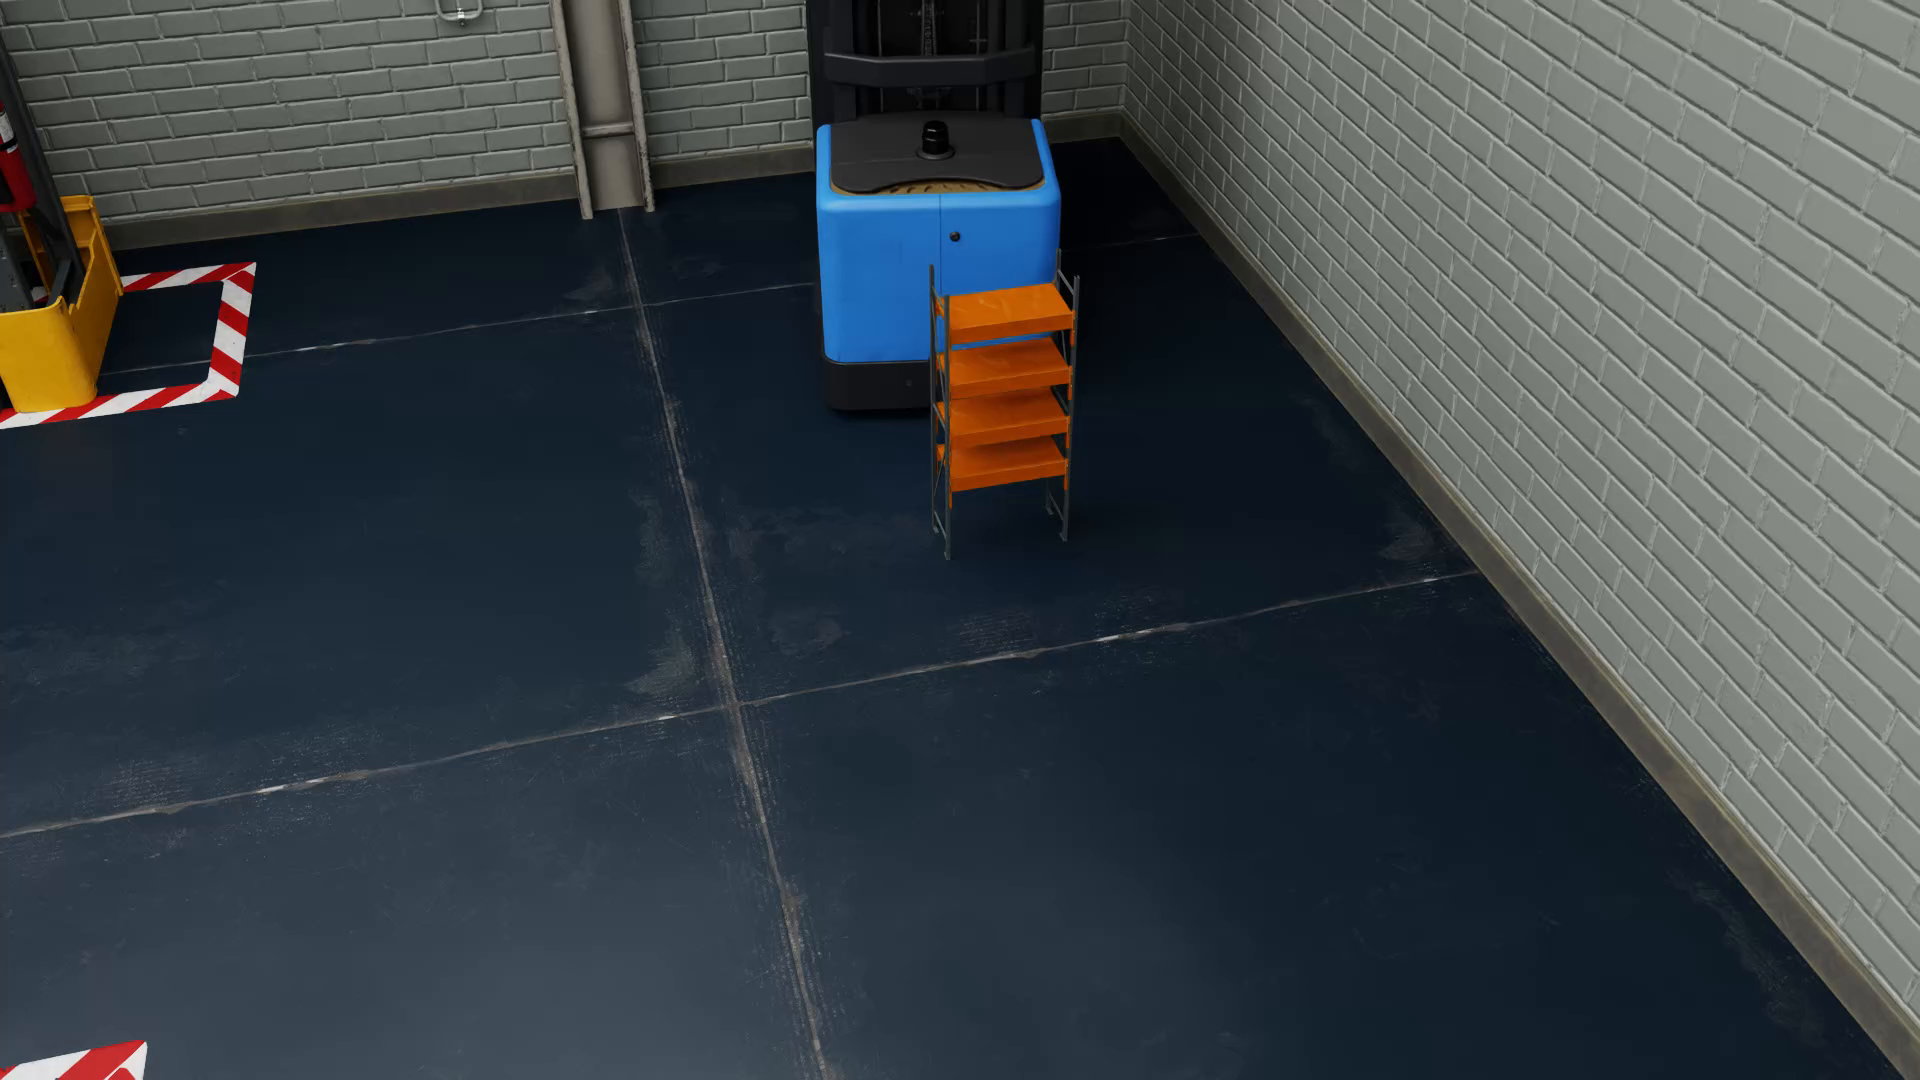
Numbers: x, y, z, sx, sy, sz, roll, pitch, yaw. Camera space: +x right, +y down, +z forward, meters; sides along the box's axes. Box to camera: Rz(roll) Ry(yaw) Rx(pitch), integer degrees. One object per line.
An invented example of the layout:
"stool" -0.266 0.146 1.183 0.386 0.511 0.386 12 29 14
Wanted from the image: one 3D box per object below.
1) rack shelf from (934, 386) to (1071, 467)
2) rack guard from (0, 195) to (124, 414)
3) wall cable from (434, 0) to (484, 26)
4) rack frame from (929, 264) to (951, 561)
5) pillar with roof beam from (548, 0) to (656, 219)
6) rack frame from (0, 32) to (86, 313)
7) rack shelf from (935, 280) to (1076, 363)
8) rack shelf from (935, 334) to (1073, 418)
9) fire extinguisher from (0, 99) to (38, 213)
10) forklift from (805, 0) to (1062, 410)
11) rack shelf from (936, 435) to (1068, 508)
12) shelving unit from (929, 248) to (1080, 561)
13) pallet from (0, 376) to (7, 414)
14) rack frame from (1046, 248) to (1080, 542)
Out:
"rack shelf" 0.160 -0.449 6.461 0.480 0.148 0.258 -9 38 -12
"rack guard" -4.253 -1.129 7.815 0.348 0.500 1.175 -9 38 -12
"wall cable" -3.287 -3.279 7.732 1.851 1.984 0.084 -9 38 -12
"rack frame" -0.076 -0.464 6.369 0.015 1.200 0.240 -9 38 -12
"pillar with roof beam" -0.773 -2.911 3.149 0.400 9.000 9.100 -9 38 -12
"rack frame" -4.277 -2.118 7.050 0.127 3.000 1.000 -9 38 -12
"rack shelf" 0.160 -0.815 6.181 0.480 0.148 0.258 -9 38 -12
"rack shelf" 0.160 -0.627 6.325 0.480 0.148 0.258 -9 38 -12
"fire extinguisher" -4.011 -1.693 6.864 0.183 0.674 0.296 -9 38 -12
"forklift" -0.177 -2.617 7.758 1.130 2.935 3.031 -2 37 -3
"rack shelf" 0.160 -0.292 6.581 0.480 0.148 0.258 -9 38 -12
"shelving unit" 0.160 -0.503 6.420 0.503 1.200 0.258 -9 38 -12
"pallet" -5.028 -0.838 7.672 1.213 0.211 1.003 -9 38 -12
"rack frame" 0.395 -0.541 6.470 0.015 1.200 0.240 -9 38 -12
